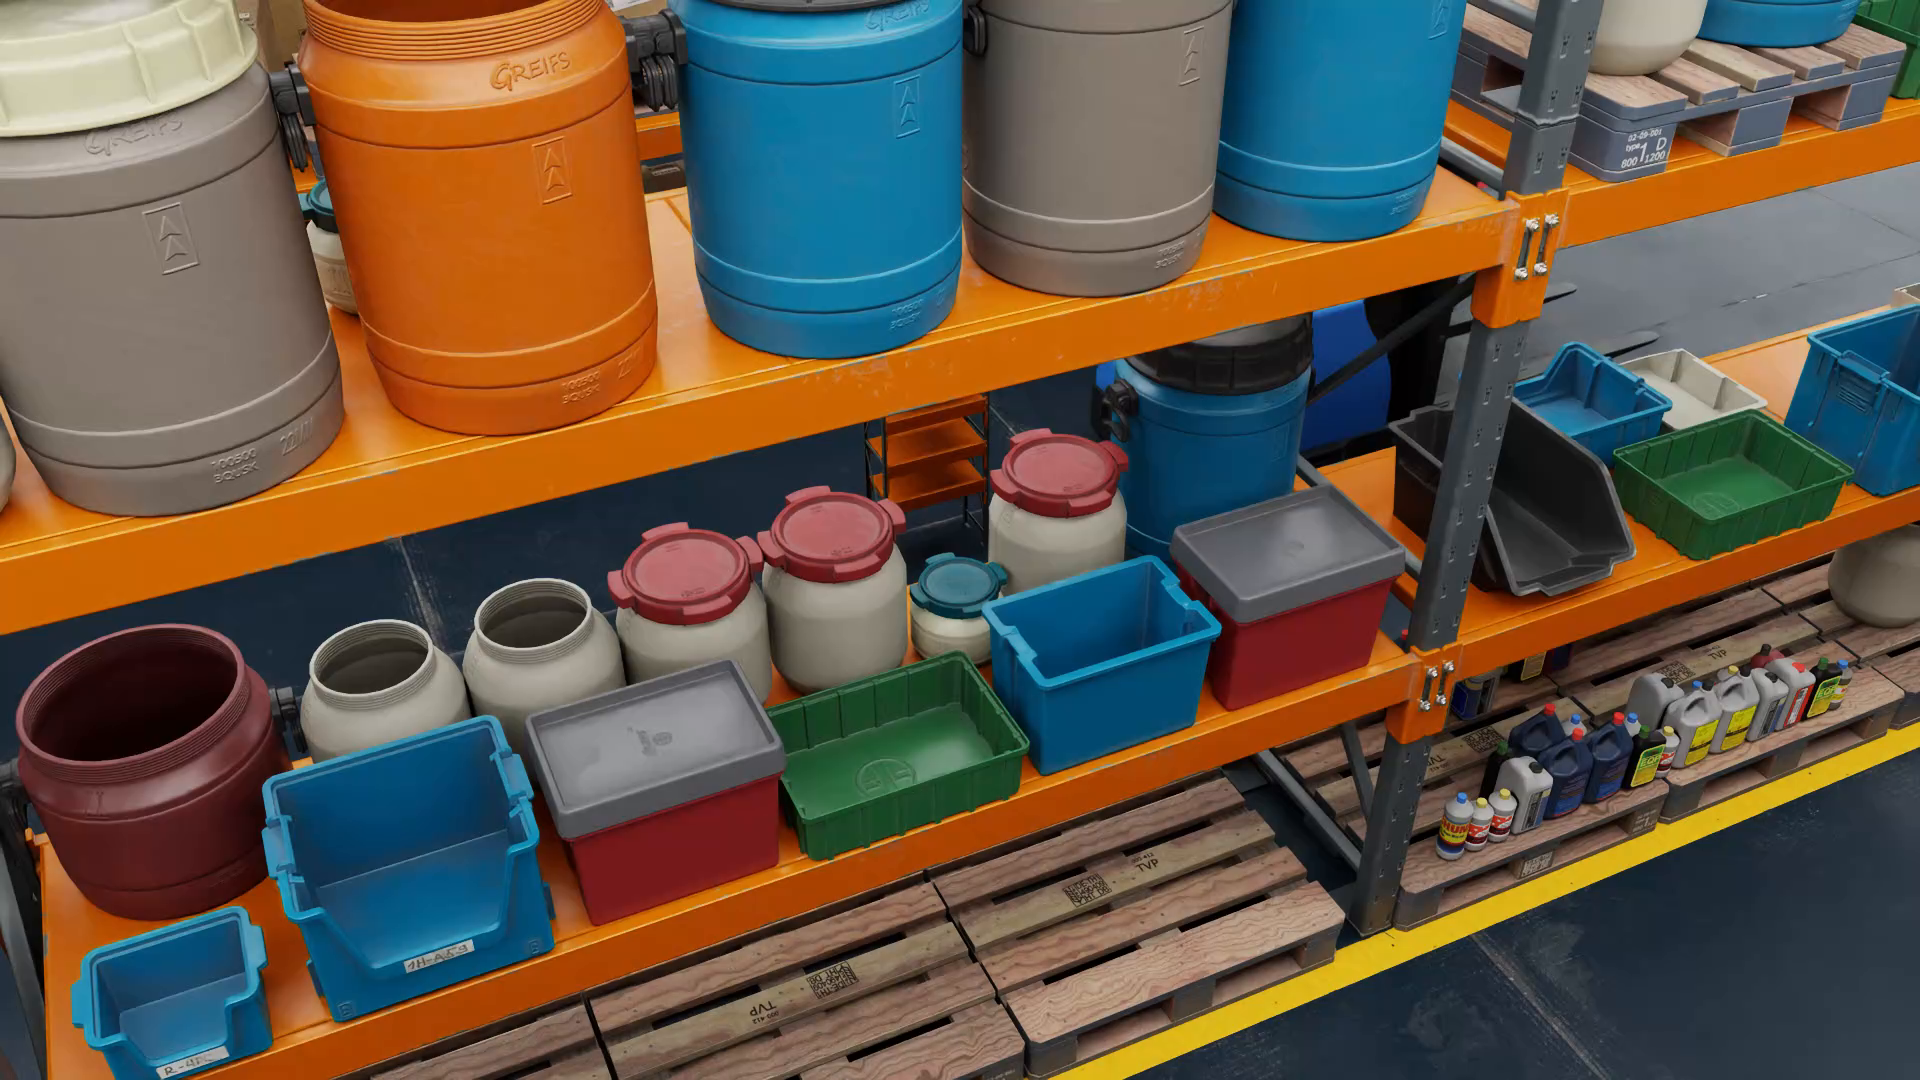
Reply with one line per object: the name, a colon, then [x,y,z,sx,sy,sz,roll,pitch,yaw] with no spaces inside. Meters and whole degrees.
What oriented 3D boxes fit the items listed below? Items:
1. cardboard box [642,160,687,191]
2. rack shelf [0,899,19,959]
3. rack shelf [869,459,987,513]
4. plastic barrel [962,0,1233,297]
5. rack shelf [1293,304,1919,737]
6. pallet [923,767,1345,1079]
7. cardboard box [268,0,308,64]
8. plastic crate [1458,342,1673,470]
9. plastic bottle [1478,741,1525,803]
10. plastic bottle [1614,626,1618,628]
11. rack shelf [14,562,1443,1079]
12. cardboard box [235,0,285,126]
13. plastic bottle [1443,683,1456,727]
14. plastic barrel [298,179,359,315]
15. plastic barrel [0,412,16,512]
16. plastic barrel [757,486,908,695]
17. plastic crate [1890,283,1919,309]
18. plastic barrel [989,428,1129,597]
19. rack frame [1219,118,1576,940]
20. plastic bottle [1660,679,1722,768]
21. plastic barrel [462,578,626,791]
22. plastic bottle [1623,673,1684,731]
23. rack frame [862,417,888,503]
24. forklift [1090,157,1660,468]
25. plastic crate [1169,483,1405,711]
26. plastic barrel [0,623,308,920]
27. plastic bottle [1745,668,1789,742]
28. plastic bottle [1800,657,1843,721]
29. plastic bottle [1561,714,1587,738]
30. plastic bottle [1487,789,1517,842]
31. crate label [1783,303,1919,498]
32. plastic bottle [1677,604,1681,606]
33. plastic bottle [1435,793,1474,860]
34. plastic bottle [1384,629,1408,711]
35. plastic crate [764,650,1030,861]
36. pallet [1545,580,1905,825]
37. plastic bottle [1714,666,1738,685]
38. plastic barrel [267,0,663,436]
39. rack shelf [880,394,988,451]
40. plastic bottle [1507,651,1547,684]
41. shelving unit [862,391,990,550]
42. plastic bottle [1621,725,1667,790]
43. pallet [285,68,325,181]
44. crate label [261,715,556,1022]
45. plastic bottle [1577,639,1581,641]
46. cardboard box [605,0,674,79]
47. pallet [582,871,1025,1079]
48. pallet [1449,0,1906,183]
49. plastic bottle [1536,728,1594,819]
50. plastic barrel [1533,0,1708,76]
cardboard box: [-1.411,-1.784,9.366,0.500,0.500,0.700,-19,40,-23]
rack shelf: [-4.173,1.724,3.512,4.000,0.370,1.077,-16,39,-20]
rack shelf: [-0.150,-0.226,7.494,0.480,0.148,0.258,-16,39,-20]
plastic barrel: [0.298,-1.078,3.747,0.600,0.901,0.600,0,37,0]
rack shelf: [3.069,-0.301,6.242,4.000,0.370,1.077,-16,39,-20]
pallet: [0.564,1.256,5.879,1.213,0.211,1.003,-16,39,-20]
cardboard box: [-5.103,-4.036,12.210,0.750,0.750,1.050,-15,39,-19]
plastic crate: [2.145,-0.450,5.964,0.616,0.251,0.499,-16,39,-20]
plastic bottle: [1.969,0.833,6.020,0.133,0.283,0.061,-16,39,-20]
plastic bottle: [2.705,0.226,6.848,0.097,0.271,0.097,0,37,0]
rack shelf: [-0.552,0.712,4.877,4.000,0.370,1.077,-16,39,-20]
cardboard box: [-3.532,-2.305,7.903,0.500,0.500,0.700,-10,38,-13]
plastic bottle: [1.780,0.563,6.327,0.185,0.351,0.144,-16,39,-20]
plastic barrel: [-1.310,-0.668,3.731,0.301,0.262,0.301,0,37,0]
plastic barrel: [-1.951,-0.234,2.936,0.421,0.512,0.421,0,37,0]
plastic barrel: [-0.365,0.171,4.887,0.433,0.535,0.433,0,37,0]
plastic crate: [3.933,-0.937,6.717,0.250,0.136,0.298,-16,39,-20]
plastic barrel: [0.299,-0.014,5.137,0.433,0.535,0.433,0,37,0]
rack frame: [1.259,-0.084,5.345,0.127,3.000,1.000,-16,39,-20]
plastic bottle: [2.721,0.668,6.186,0.185,0.351,0.144,-16,39,-20]
plastic barrel: [-1.141,0.402,4.597,0.421,0.512,0.421,0,37,0]
plastic bottle: [2.636,0.624,6.308,0.135,0.276,0.152,-16,39,-20]
rack frame: [-0.371,-0.378,7.253,0.015,1.200,0.240,-16,39,-20]
forklift: [2.216,-1.860,7.798,3.031,2.935,1.130,-16,40,-21]
plastic crate: [0.950,0.178,4.938,0.583,0.464,0.402,-16,39,-20]
plastic barrel: [-2.071,0.593,4.318,0.708,0.536,0.600,-16,39,-20]
plastic bottle: [3.038,0.607,6.331,0.135,0.276,0.152,-17,40,-21]
plastic bottle: [3.305,0.559,6.389,0.133,0.283,0.061,-15,39,-19]
plastic bottle: [2.246,0.753,6.138,0.097,0.271,0.097,0,37,0]
plastic bottle: [1.917,0.968,5.907,0.097,0.201,0.097,0,37,0]
crate label: [3.328,-0.499,5.875,0.616,0.435,0.502,-16,39,-20]
plastic bottle: [3.012,0.168,6.985,0.097,0.201,0.097,0,37,0]
plastic bottle: [1.733,0.991,5.817,0.097,0.271,0.097,0,37,0]
plastic bottle: [1.719,0.485,6.432,0.185,0.351,0.144,-17,40,-21]
plastic crate: [-0.198,0.595,4.608,0.662,0.188,0.450,-16,39,-20]
pallet: [2.990,0.578,6.794,1.213,0.211,1.003,-16,39,-20]
plastic bottle: [2.968,0.574,6.438,0.097,0.201,0.097,0,37,0]
plastic barrel: [-0.935,-0.705,3.304,0.708,0.830,0.600,-16,39,-20]
rack shelf: [-0.150,-0.566,7.243,0.480,0.148,0.258,-16,39,-20]
plastic bottle: [2.252,0.431,6.562,0.133,0.283,0.061,-16,39,-20]
shelving unit: [-0.150,-0.440,7.336,0.503,1.200,0.258,-16,39,-20]
plastic bottle: [2.504,0.783,6.087,0.133,0.283,0.061,-14,39,-18]
pallet: [-2.692,-2.188,8.343,1.213,0.211,1.003,-16,39,-20]
crate label: [-1.348,0.809,4.112,0.616,0.435,0.502,-16,39,-20]
plastic bottle: [2.522,0.277,6.779,0.097,0.271,0.097,0,37,0]
cardboard box: [-1.625,-3.039,8.473,1.000,1.000,1.000,-15,39,-20]
pallet: [-0.542,1.567,5.460,1.213,0.211,1.003,-16,39,-20]
pallet: [1.870,-1.448,4.825,1.003,0.211,1.213,-16,39,-20]
plastic bottle: [2.166,0.823,5.977,0.185,0.351,0.144,-15,39,-19]
plastic barrel: [1.732,-1.505,4.297,0.421,0.512,0.421,0,37,0]
